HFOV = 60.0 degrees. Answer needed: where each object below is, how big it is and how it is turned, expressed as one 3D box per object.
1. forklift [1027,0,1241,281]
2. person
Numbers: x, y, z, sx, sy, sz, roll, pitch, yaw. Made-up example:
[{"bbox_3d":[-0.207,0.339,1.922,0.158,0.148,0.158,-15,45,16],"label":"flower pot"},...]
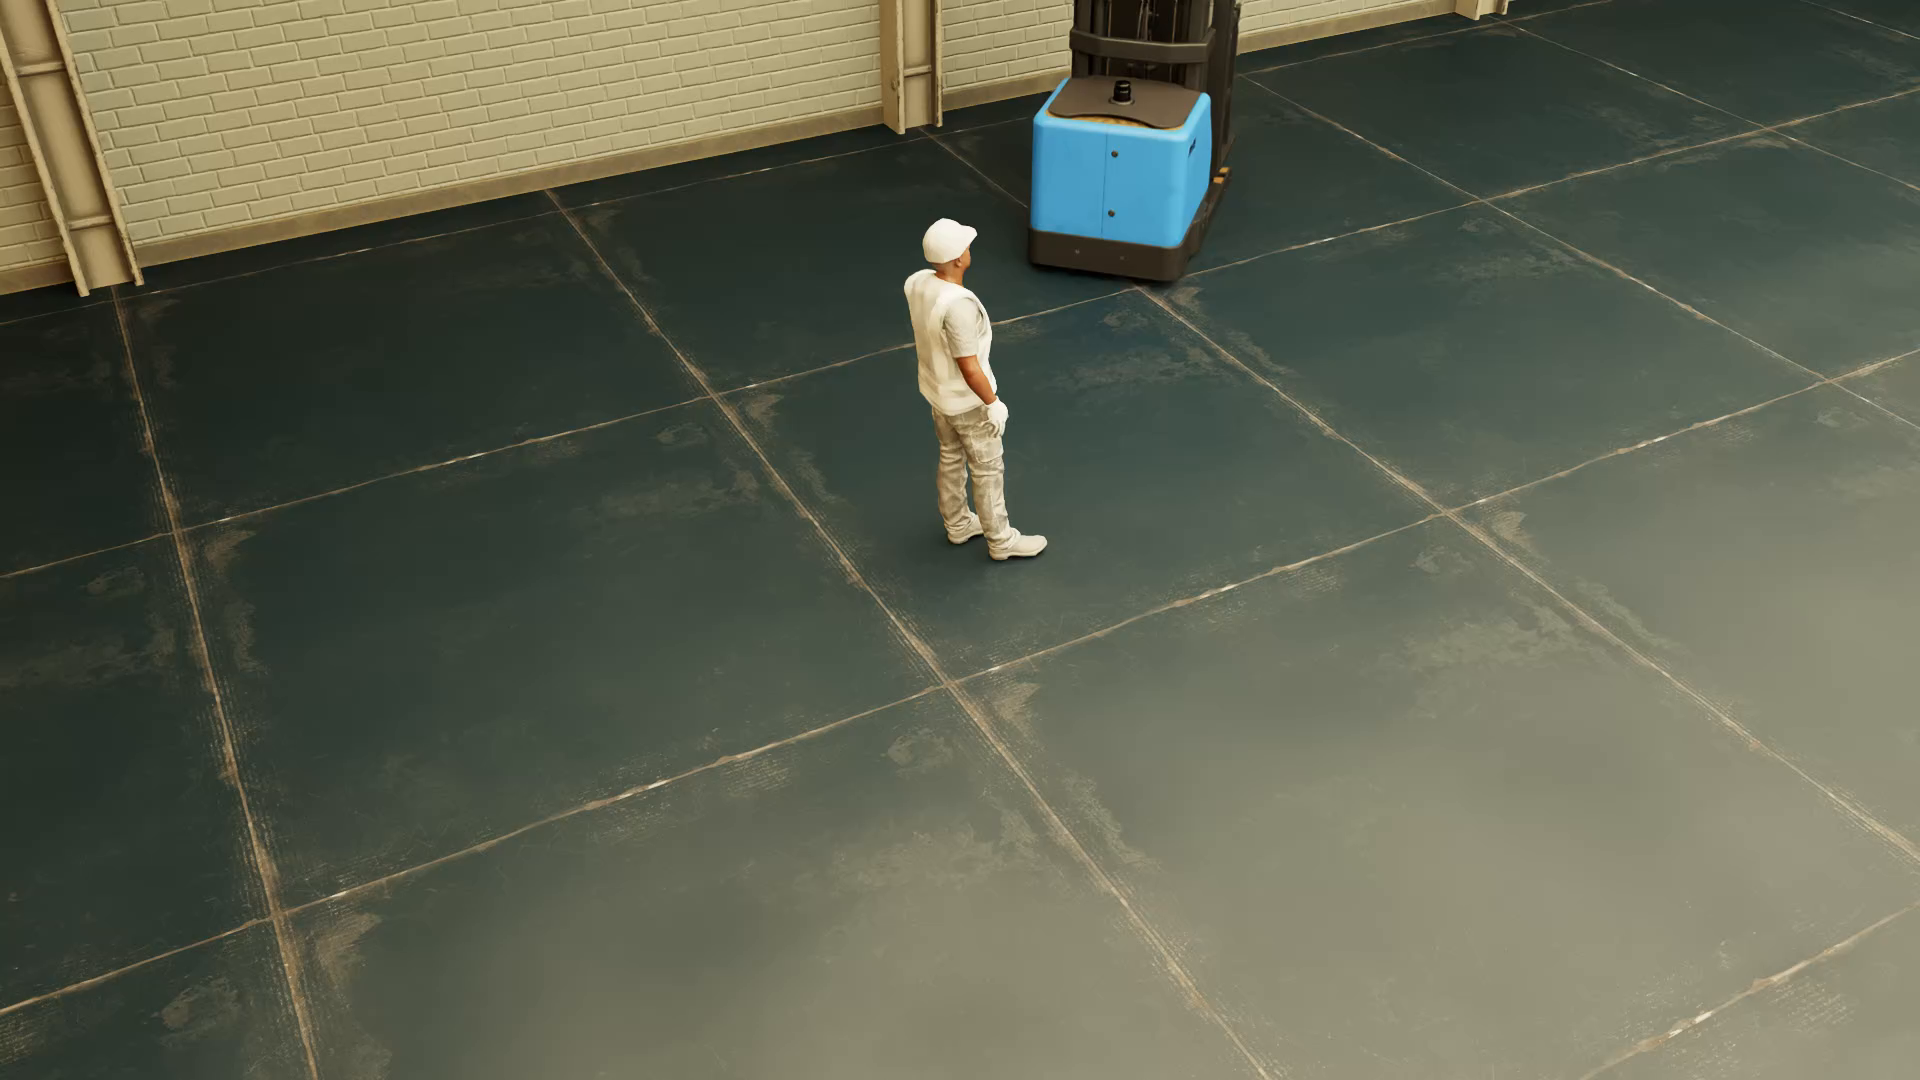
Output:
[{"bbox_3d":[1.386,-3.749,11.427,1.130,2.935,3.031,10,37,14],"label":"forklift"},{"bbox_3d":[0.068,-0.748,8.166,0.575,1.779,0.657,-17,39,-23],"label":"person"}]
